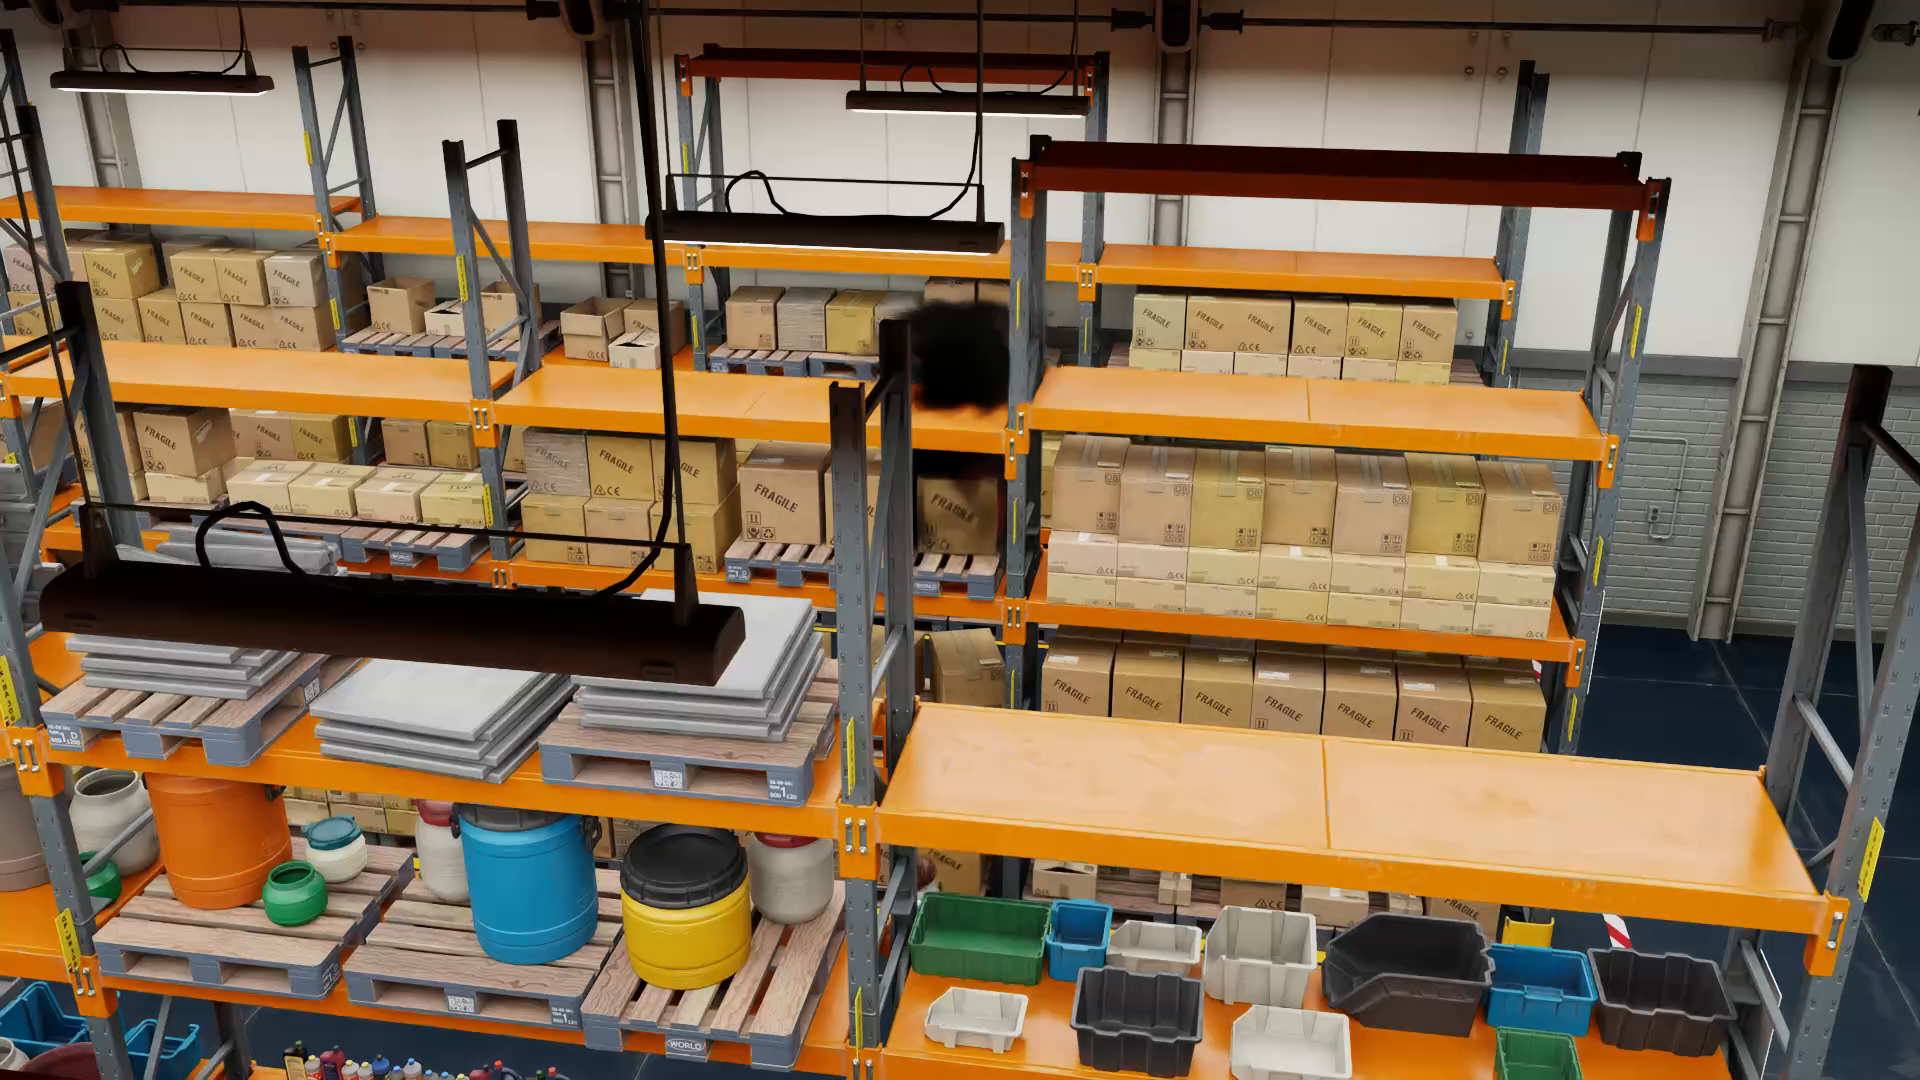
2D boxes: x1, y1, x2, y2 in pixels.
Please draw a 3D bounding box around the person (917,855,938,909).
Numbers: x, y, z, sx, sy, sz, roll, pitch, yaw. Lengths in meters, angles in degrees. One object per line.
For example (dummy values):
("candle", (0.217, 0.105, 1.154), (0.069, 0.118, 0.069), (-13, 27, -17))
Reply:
("person", (-0.157, 2.876, 11.633), (0.642, 1.559, 0.520), (1, 23, 2))
